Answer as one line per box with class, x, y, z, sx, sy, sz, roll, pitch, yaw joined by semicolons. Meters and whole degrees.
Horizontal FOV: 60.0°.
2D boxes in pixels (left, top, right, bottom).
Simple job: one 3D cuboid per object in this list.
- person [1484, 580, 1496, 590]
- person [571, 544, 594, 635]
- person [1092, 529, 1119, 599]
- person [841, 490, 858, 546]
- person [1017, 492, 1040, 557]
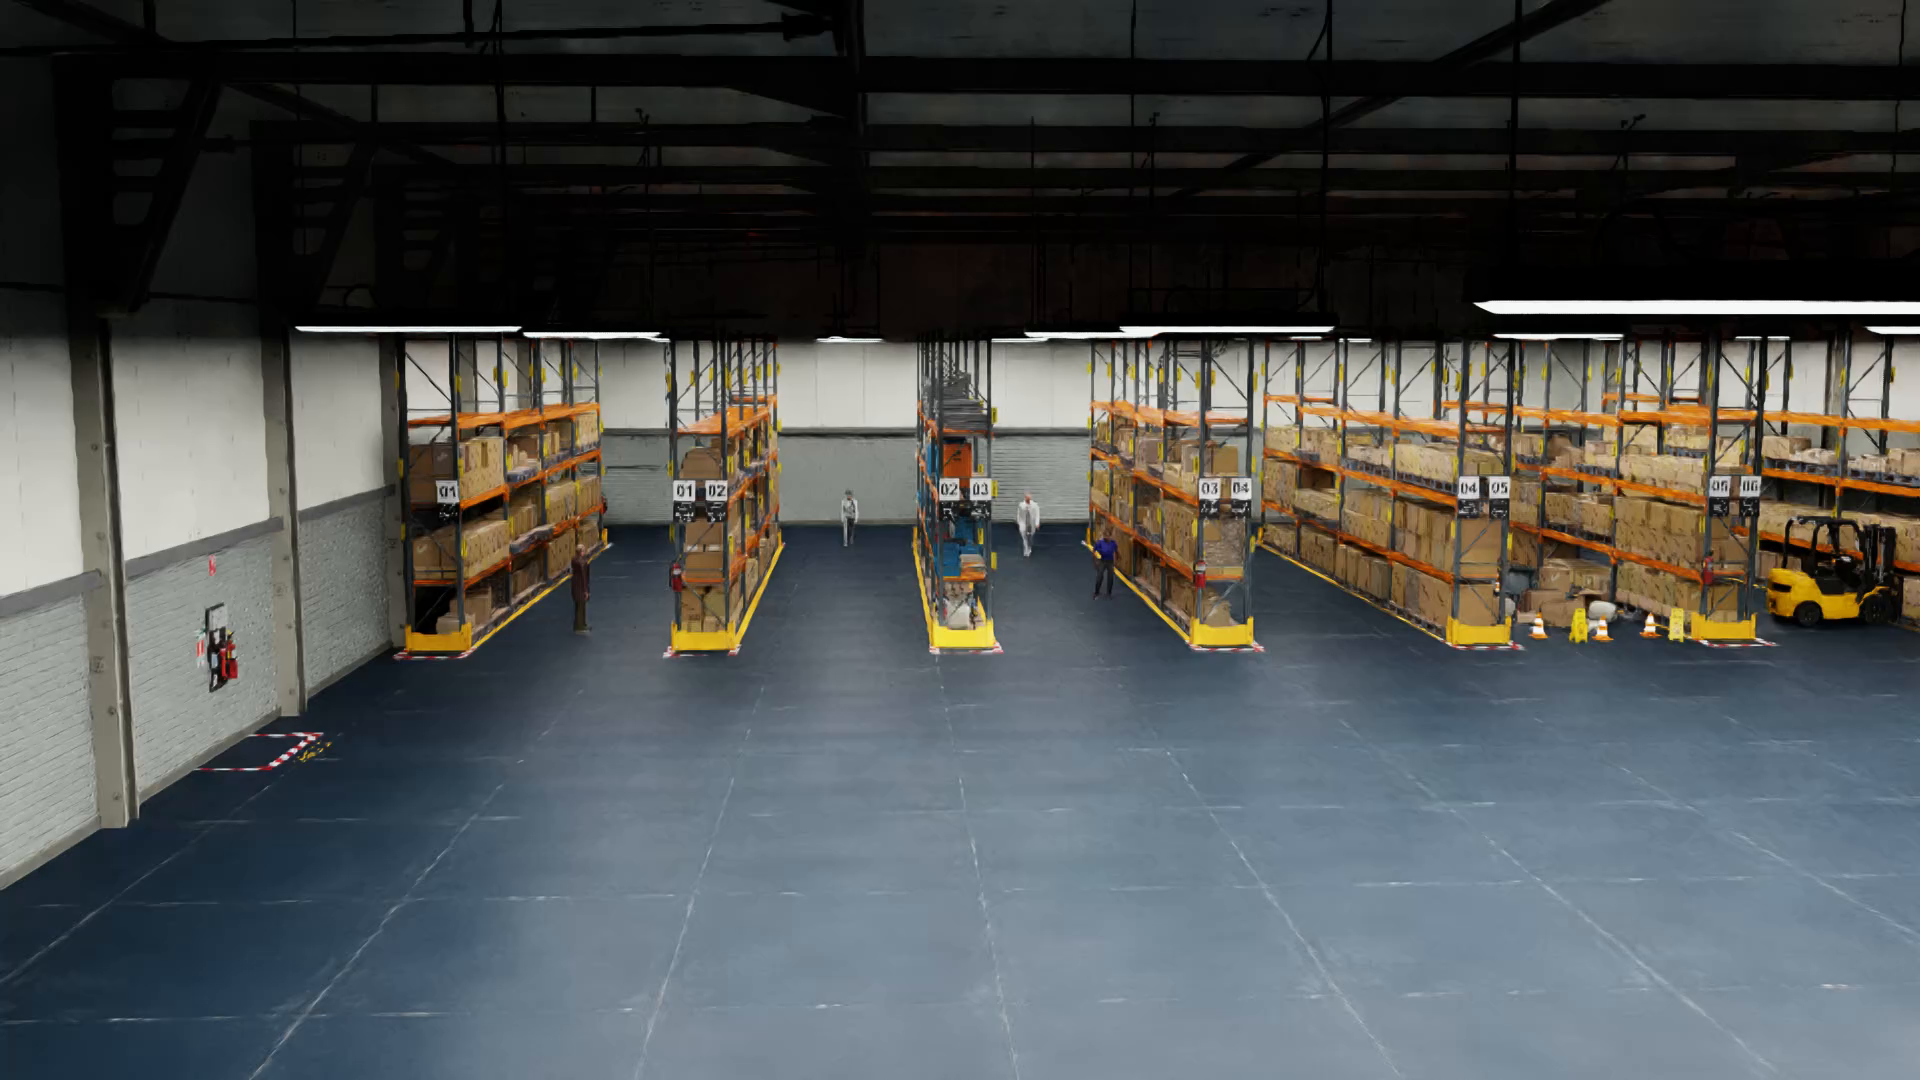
person;12.213;0.341;38.628;0.545;1.652;0.574;3;7;26
person;-7.435;0.955;32.826;0.520;1.790;0.656;-4;8;-32
person;3.271;0.537;37.362;0.592;1.604;0.513;-1;7;-5
person;-3.132;-0.655;47.293;0.488;1.587;1.089;-1;7;-5
person;1.856;-0.430;44.934;0.603;1.725;1.111;0;7;-4
